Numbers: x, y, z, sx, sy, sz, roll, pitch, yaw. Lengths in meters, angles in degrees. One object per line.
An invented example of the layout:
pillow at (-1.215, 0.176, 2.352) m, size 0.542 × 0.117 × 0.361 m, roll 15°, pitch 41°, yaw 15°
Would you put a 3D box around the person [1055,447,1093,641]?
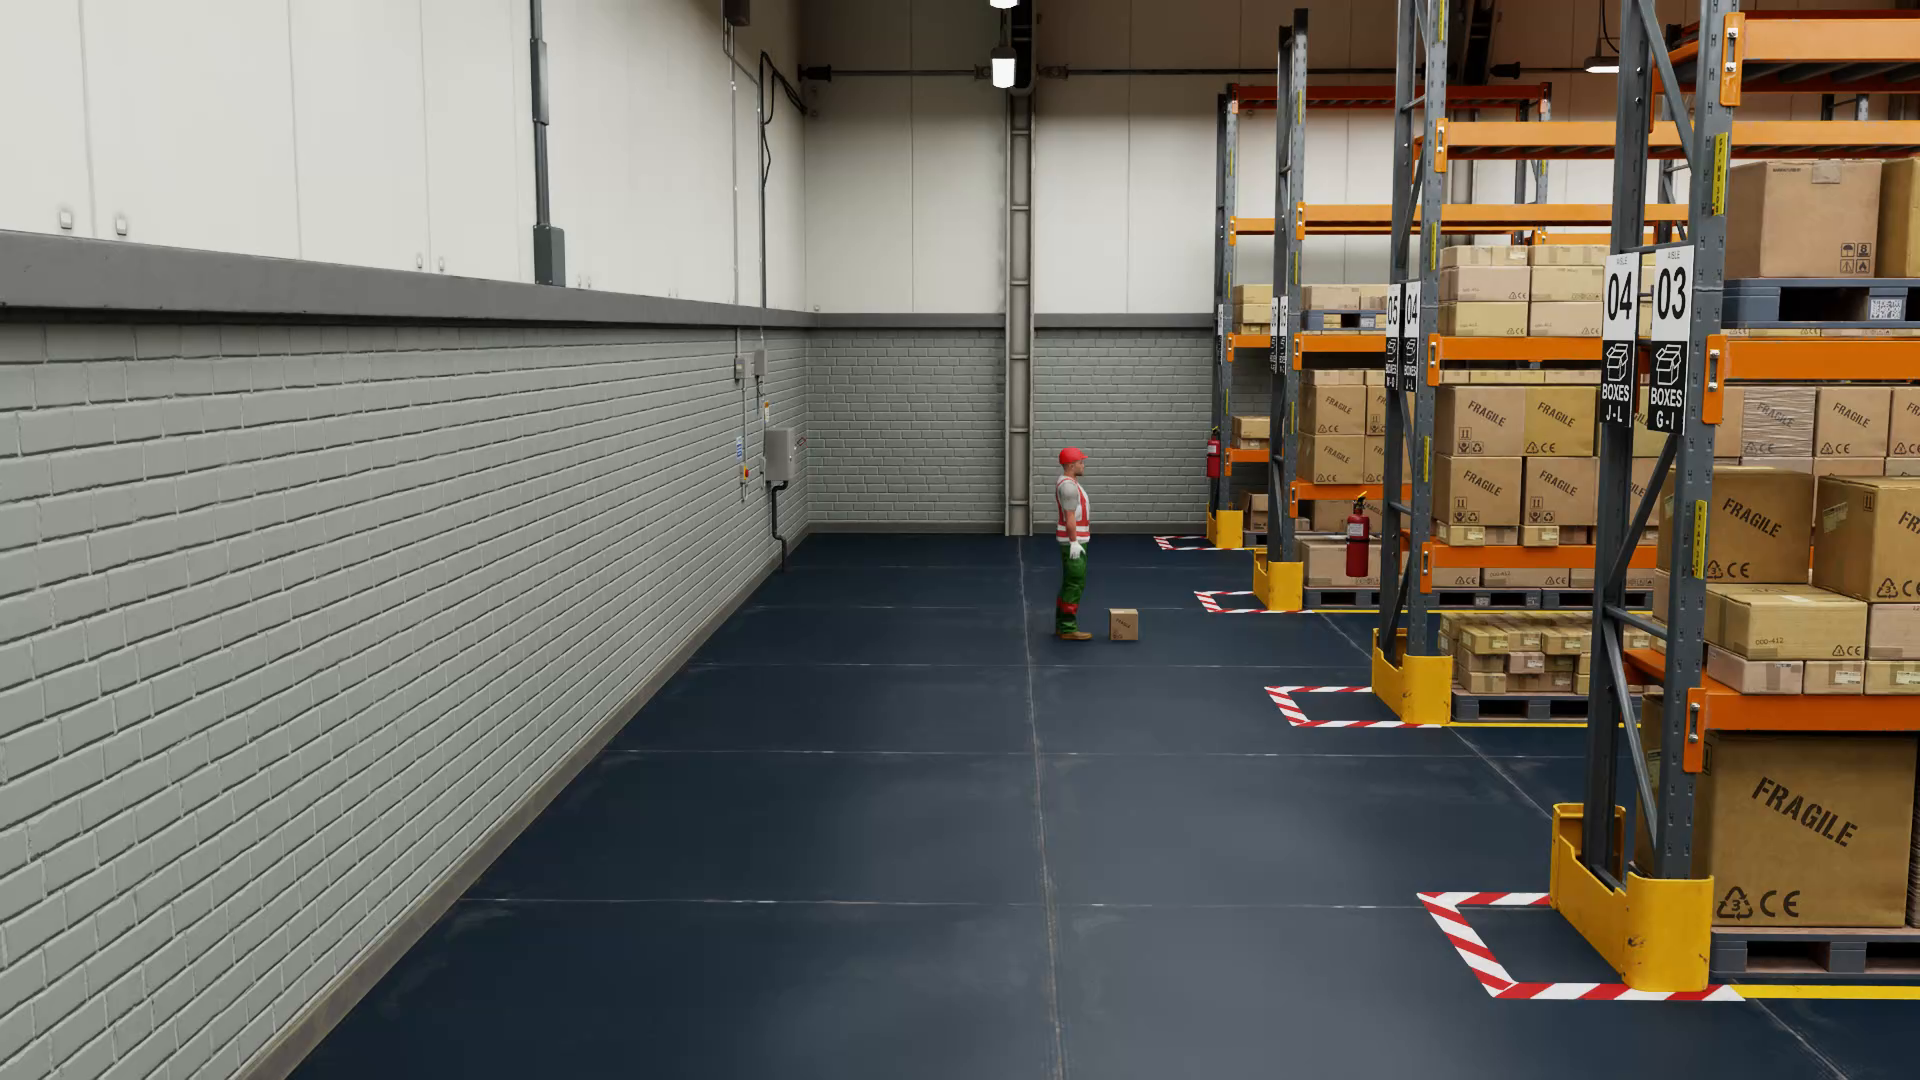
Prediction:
person at (1.060, 0.033, 15.471) m, size 0.354 × 1.803 × 0.523 m, roll 0°, pitch 7°, yaw 3°
